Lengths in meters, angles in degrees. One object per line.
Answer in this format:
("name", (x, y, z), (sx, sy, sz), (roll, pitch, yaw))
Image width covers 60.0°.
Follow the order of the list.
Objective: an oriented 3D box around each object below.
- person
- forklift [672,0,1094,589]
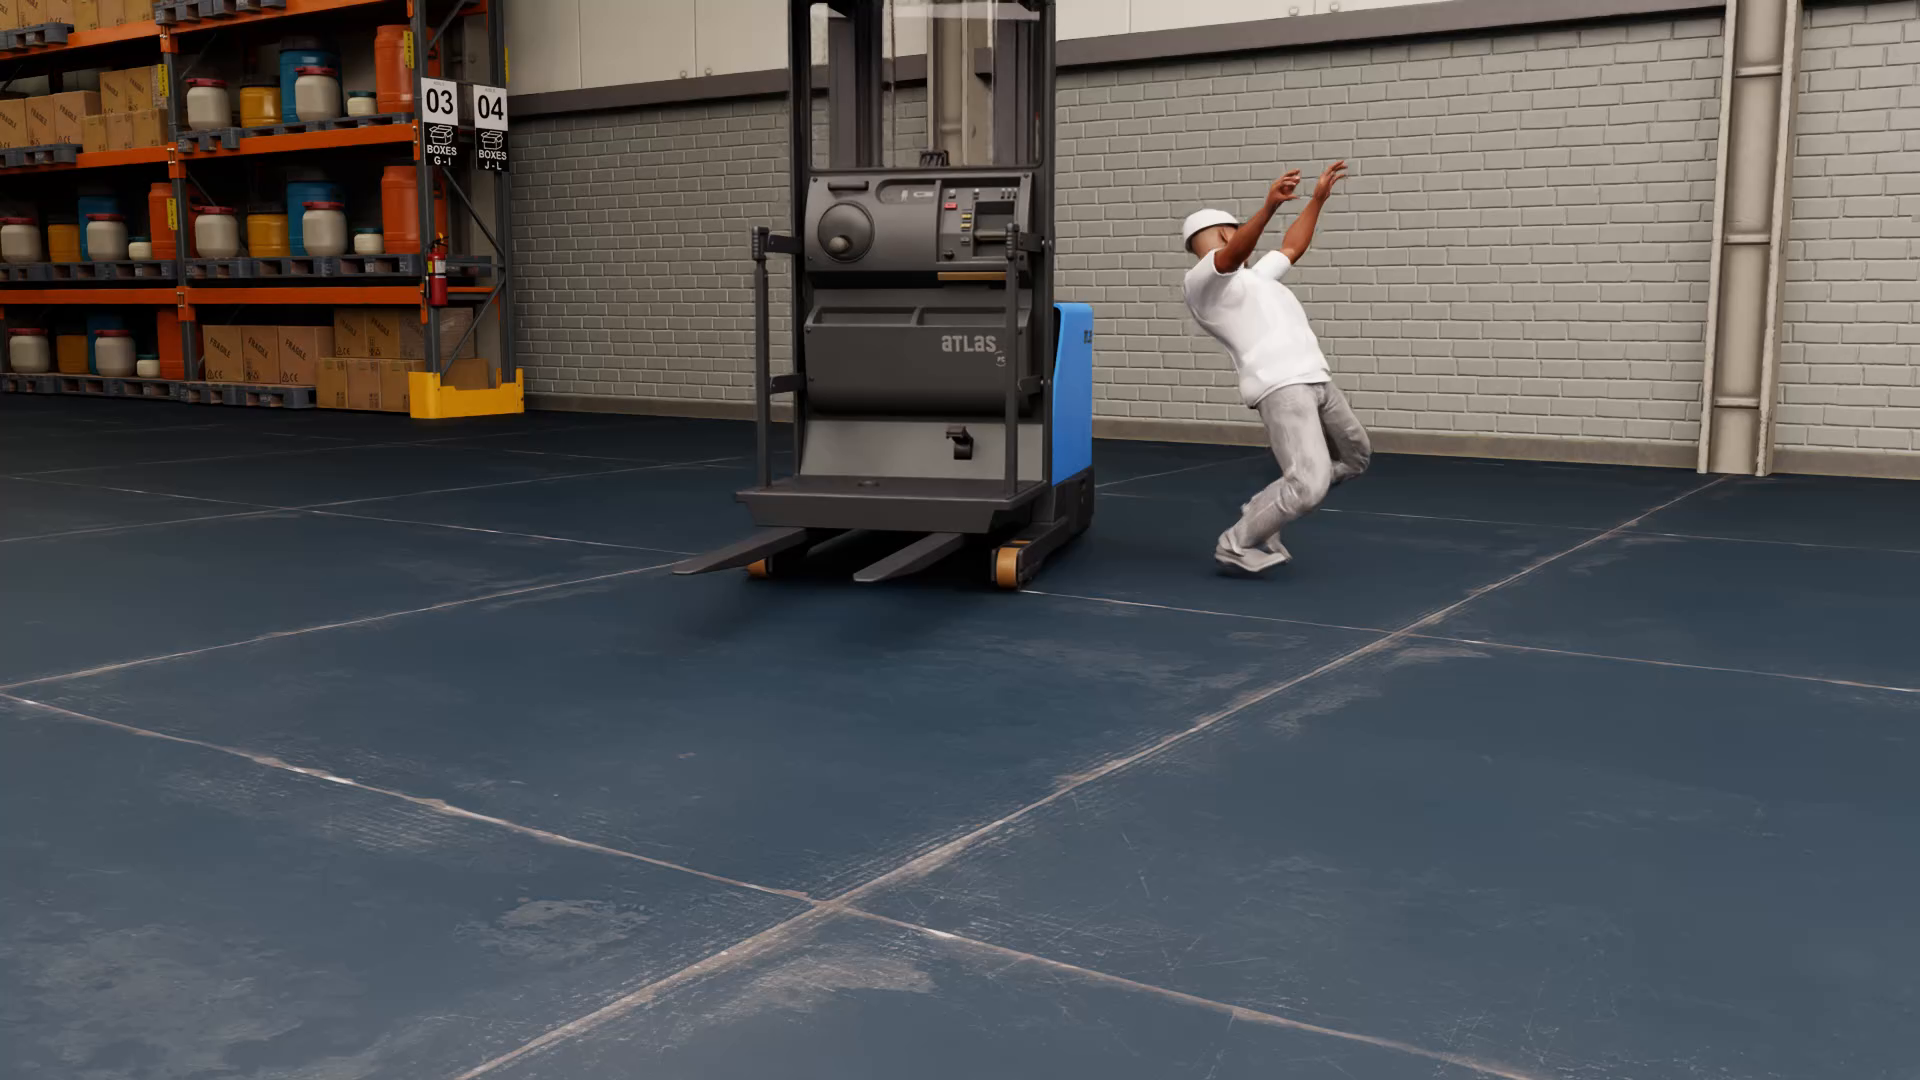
("person", (1.176, -0.680, 6.531), (0.742, 1.651, 1.039), (4, 9, 27))
("forklift", (-0.221, -1.322, 6.490), (1.130, 2.935, 3.031), (2, 8, 14))
